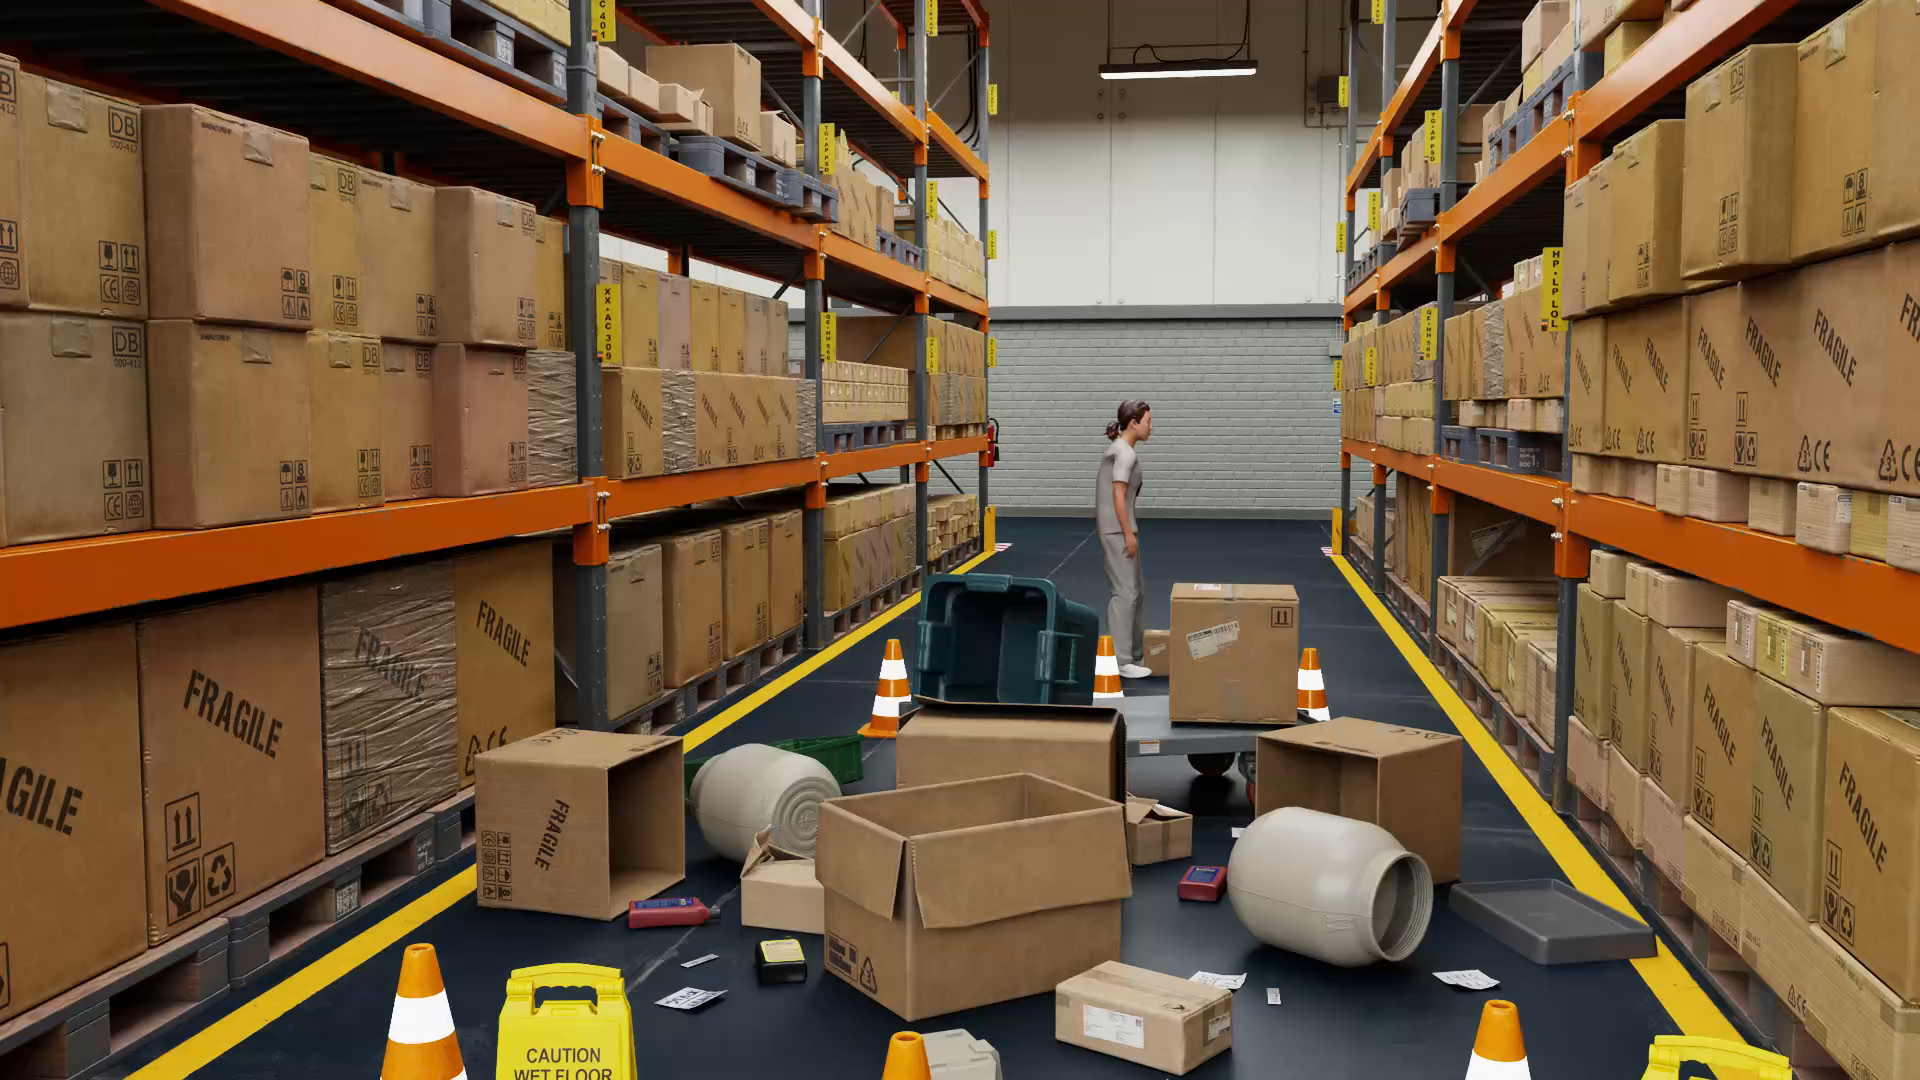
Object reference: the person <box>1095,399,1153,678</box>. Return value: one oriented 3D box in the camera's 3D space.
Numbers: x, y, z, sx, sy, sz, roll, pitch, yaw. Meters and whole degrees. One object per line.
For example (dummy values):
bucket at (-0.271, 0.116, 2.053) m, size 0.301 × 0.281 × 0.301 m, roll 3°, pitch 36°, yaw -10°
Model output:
person at (1.031, -0.021, 10.131) m, size 0.414 × 1.672 × 0.514 m, roll 0°, pitch 5°, yaw 5°
